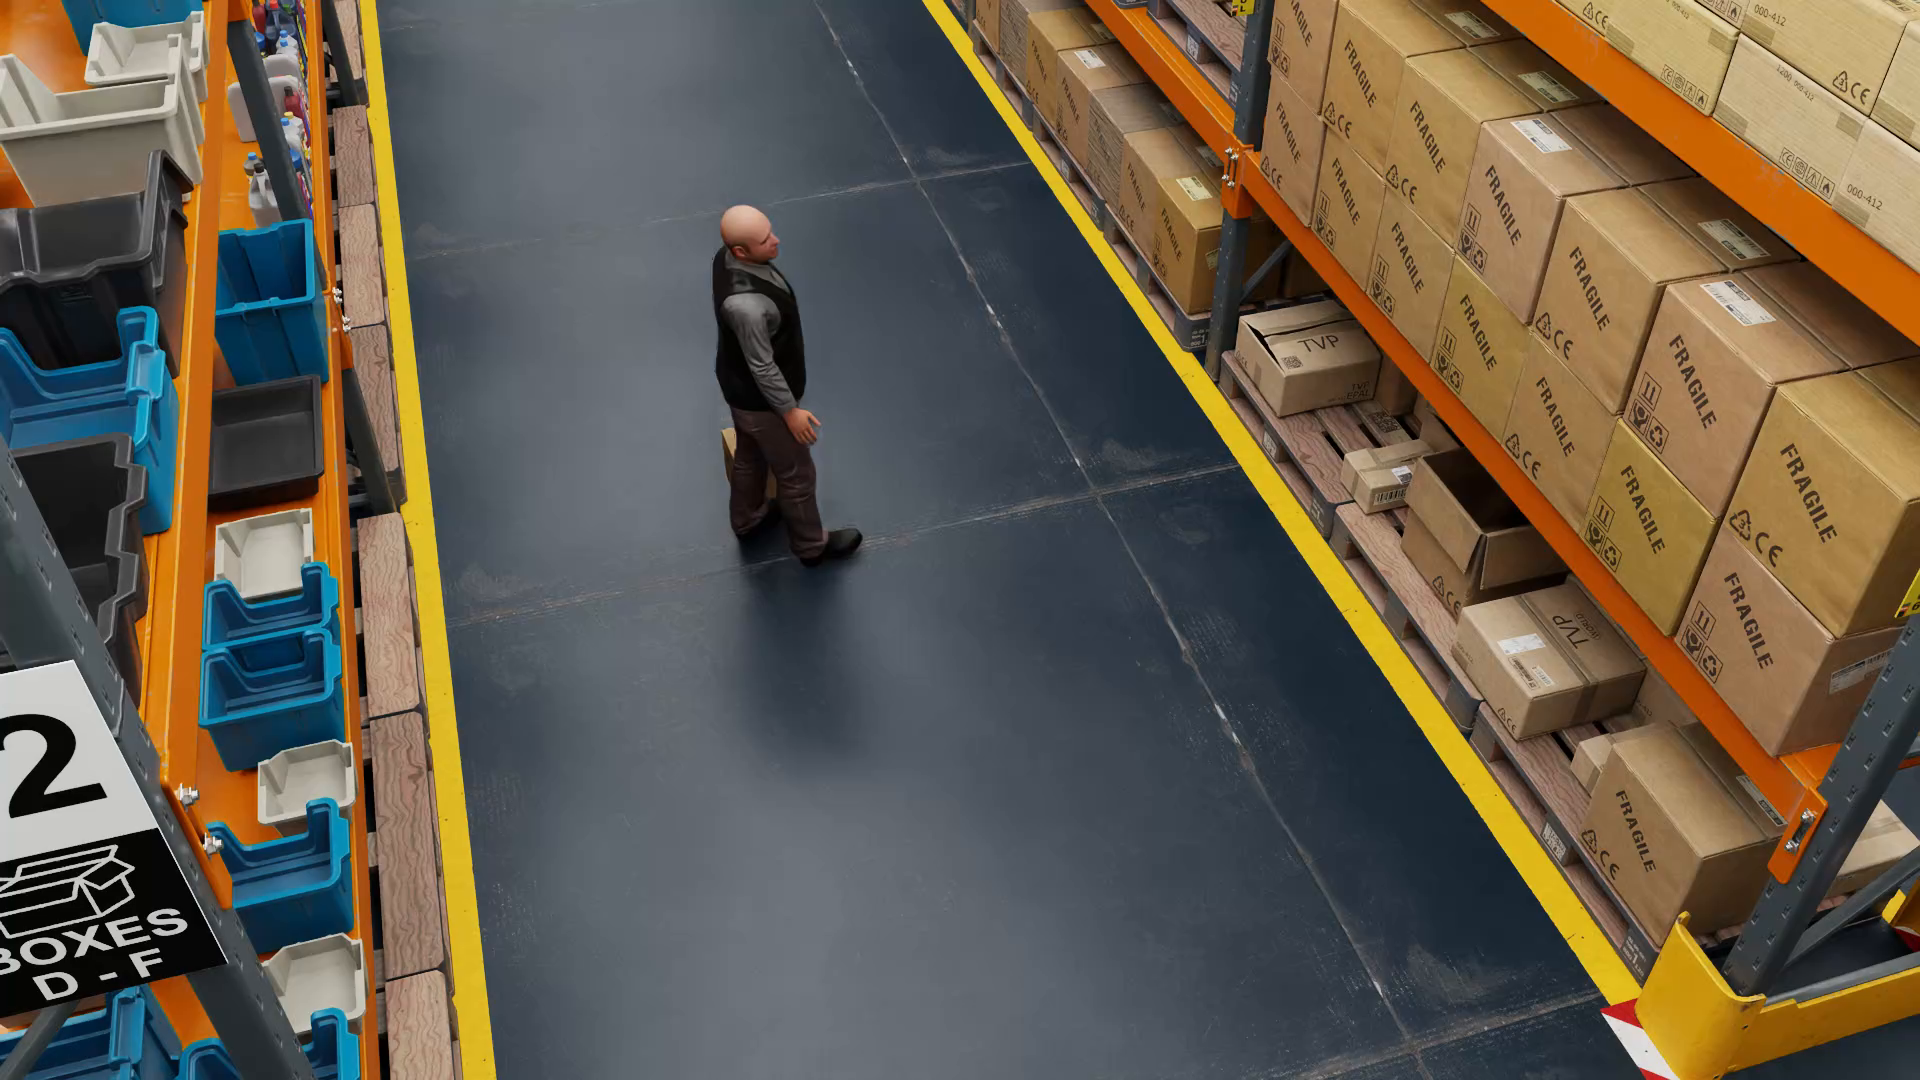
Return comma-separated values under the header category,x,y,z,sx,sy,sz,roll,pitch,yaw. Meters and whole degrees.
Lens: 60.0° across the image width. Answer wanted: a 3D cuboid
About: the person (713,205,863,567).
category,x,y,z,sx,sy,sz,roll,pitch,yaw
person,-0.725,-0.626,6.850,0.550,1.712,0.600,-12,43,-13
